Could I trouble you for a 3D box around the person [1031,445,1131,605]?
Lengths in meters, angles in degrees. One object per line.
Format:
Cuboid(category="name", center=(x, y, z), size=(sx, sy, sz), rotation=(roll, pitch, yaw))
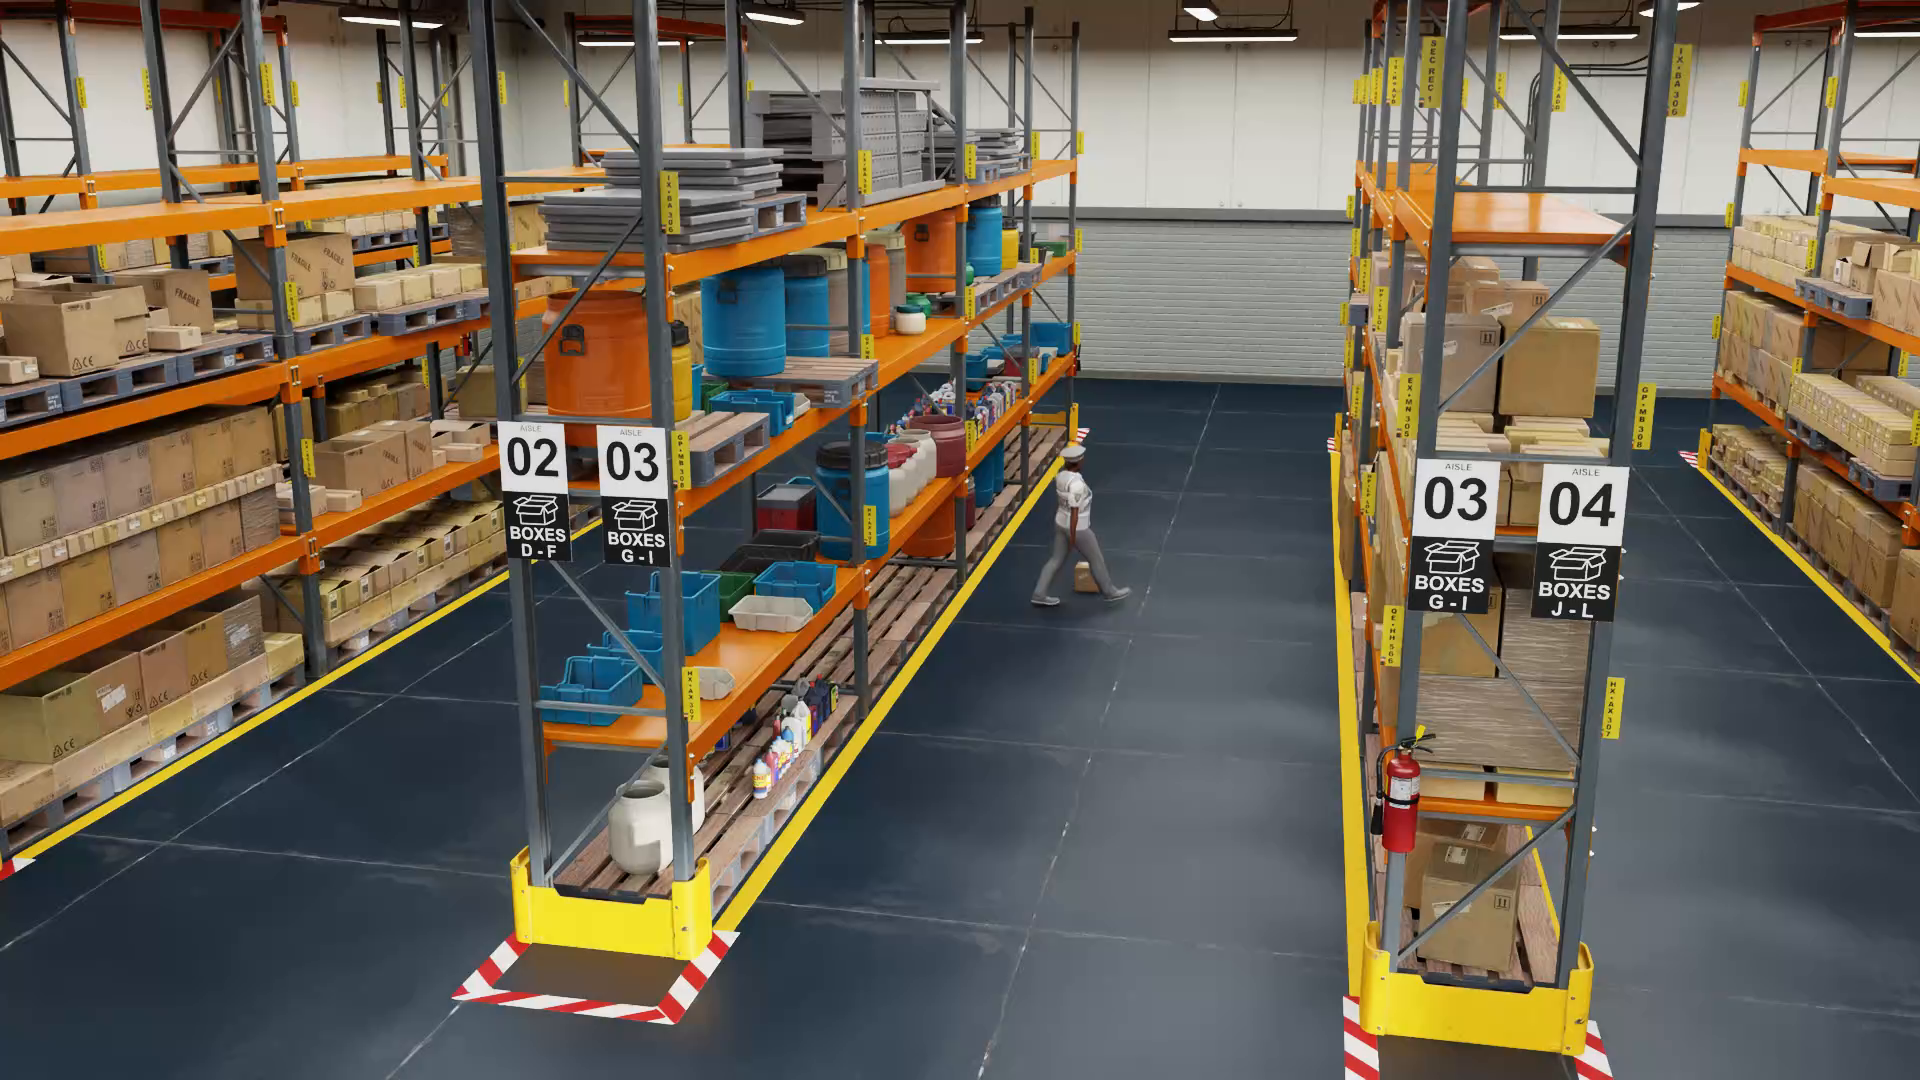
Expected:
Cuboid(category="person", center=(1.212, -0.152, 16.595), size=(0.979, 1.619, 0.476), rotation=(-7, 16, -25))
